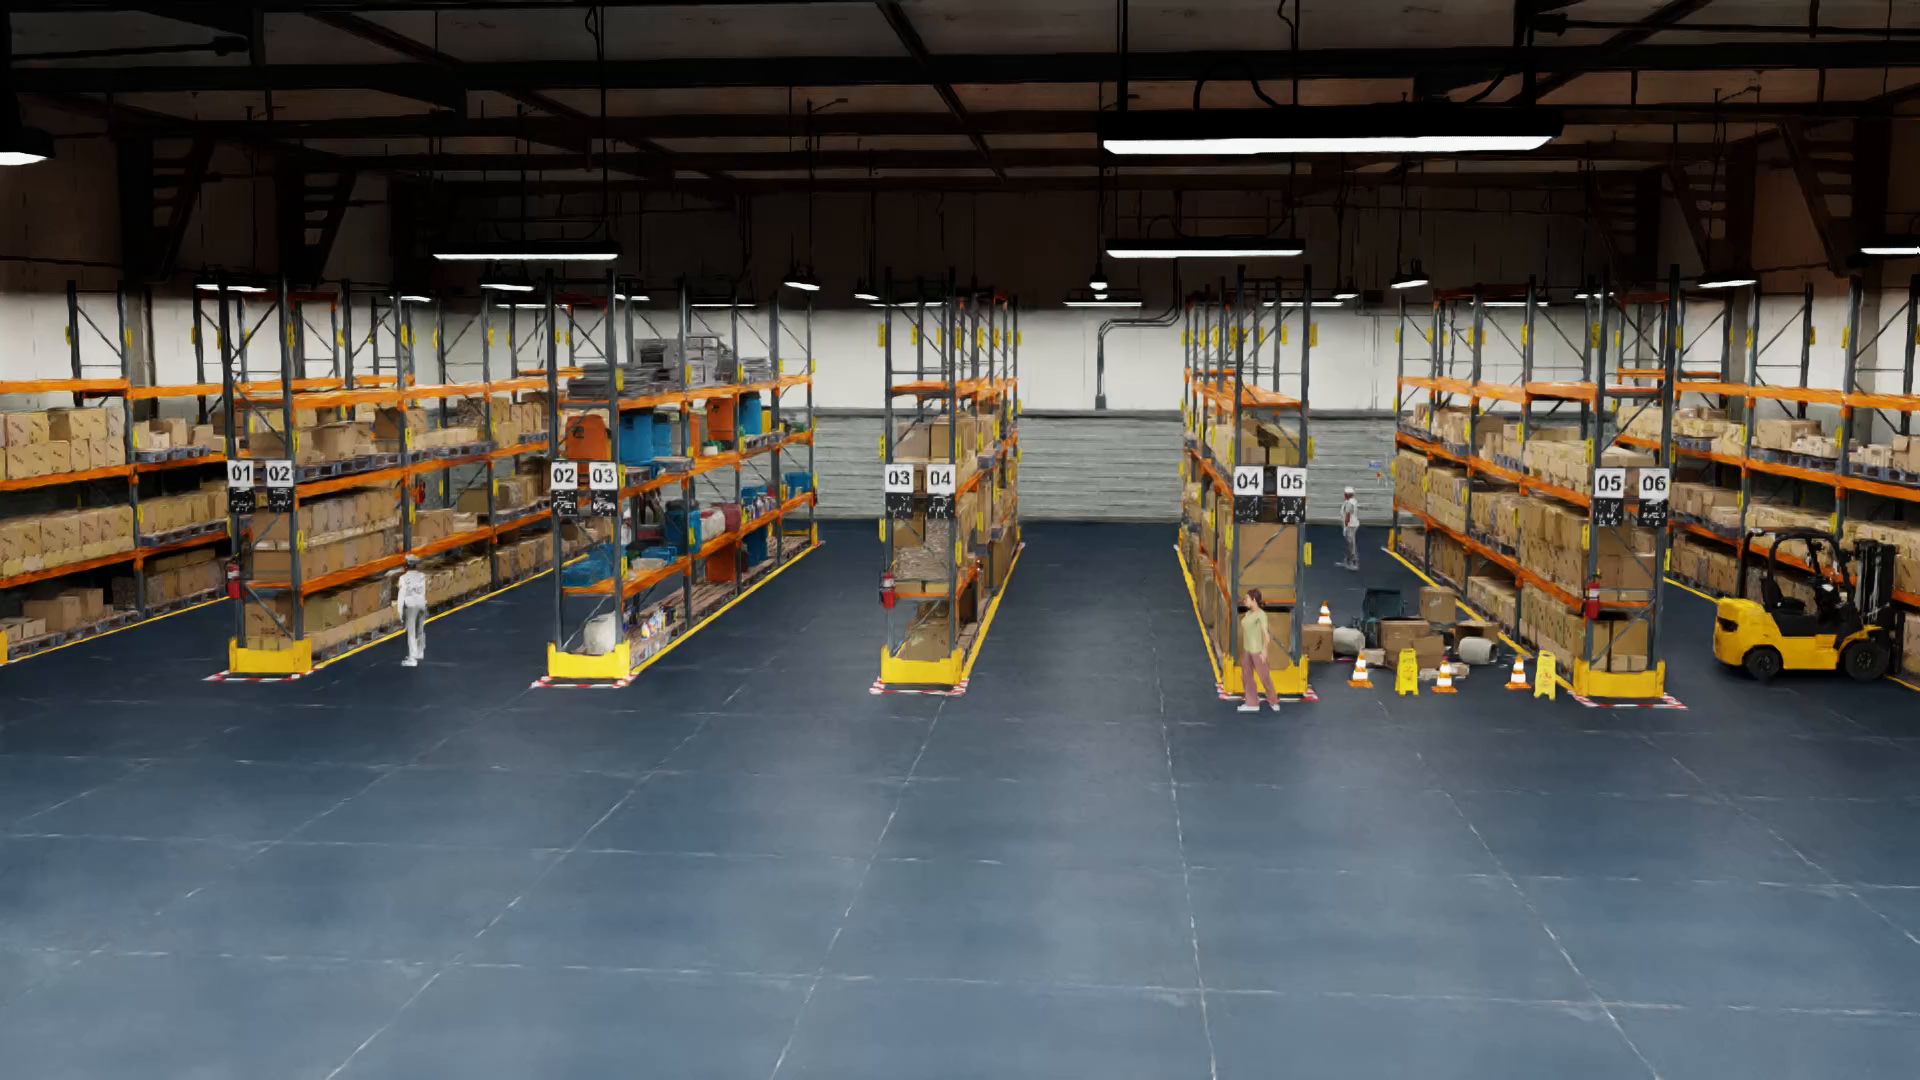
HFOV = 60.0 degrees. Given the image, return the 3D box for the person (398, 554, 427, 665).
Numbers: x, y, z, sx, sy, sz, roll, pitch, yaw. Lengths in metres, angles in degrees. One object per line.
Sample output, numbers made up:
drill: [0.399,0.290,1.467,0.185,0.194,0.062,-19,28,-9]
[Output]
person: [-8.440,1.064,25.560,0.459,1.677,0.525,5,9,35]

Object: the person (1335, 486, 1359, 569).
person: [8.439,-0.289,36.163,0.557,1.784,0.639,3,8,23]

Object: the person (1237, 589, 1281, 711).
person: [4.030,1.490,22.331,0.543,1.646,0.565,-3,8,-23]

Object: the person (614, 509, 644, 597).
person: [-6.359,0.246,32.173,0.542,1.700,1.119,0,7,3]

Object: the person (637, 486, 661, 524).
person: [-8.078,-1.087,43.060,0.737,1.714,0.888,-2,7,-12]
